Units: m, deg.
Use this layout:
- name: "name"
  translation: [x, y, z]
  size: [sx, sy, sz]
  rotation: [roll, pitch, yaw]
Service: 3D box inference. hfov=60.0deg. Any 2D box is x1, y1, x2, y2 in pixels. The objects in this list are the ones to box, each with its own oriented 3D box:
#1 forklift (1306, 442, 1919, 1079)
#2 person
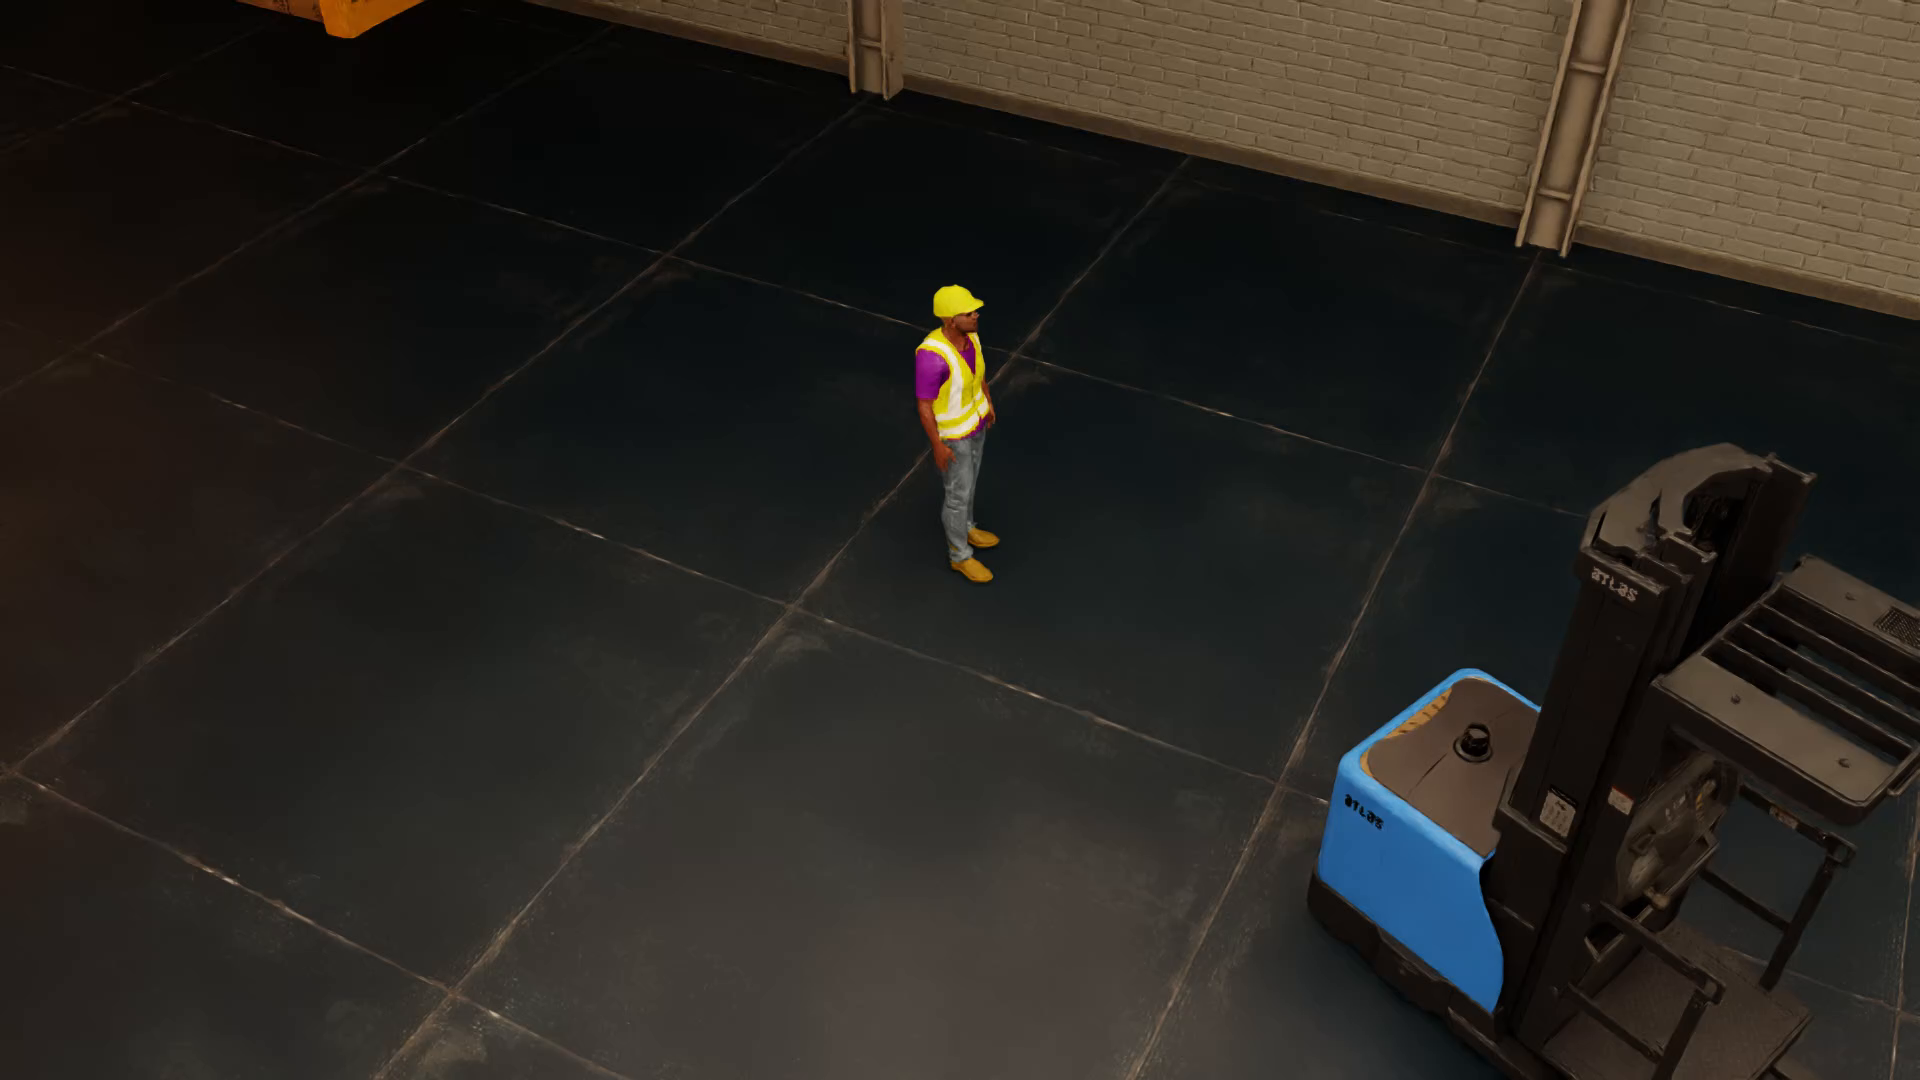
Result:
- name: "forklift"
  translation: [3.020, 1.205, 6.556]
  size: [1.130, 2.935, 3.031]
  rotation: [-29, 48, -30]
- name: "person"
  translation: [0.059, -0.657, 9.660]
  size: [0.576, 1.766, 0.665]
  rotation: [18, 43, 21]
